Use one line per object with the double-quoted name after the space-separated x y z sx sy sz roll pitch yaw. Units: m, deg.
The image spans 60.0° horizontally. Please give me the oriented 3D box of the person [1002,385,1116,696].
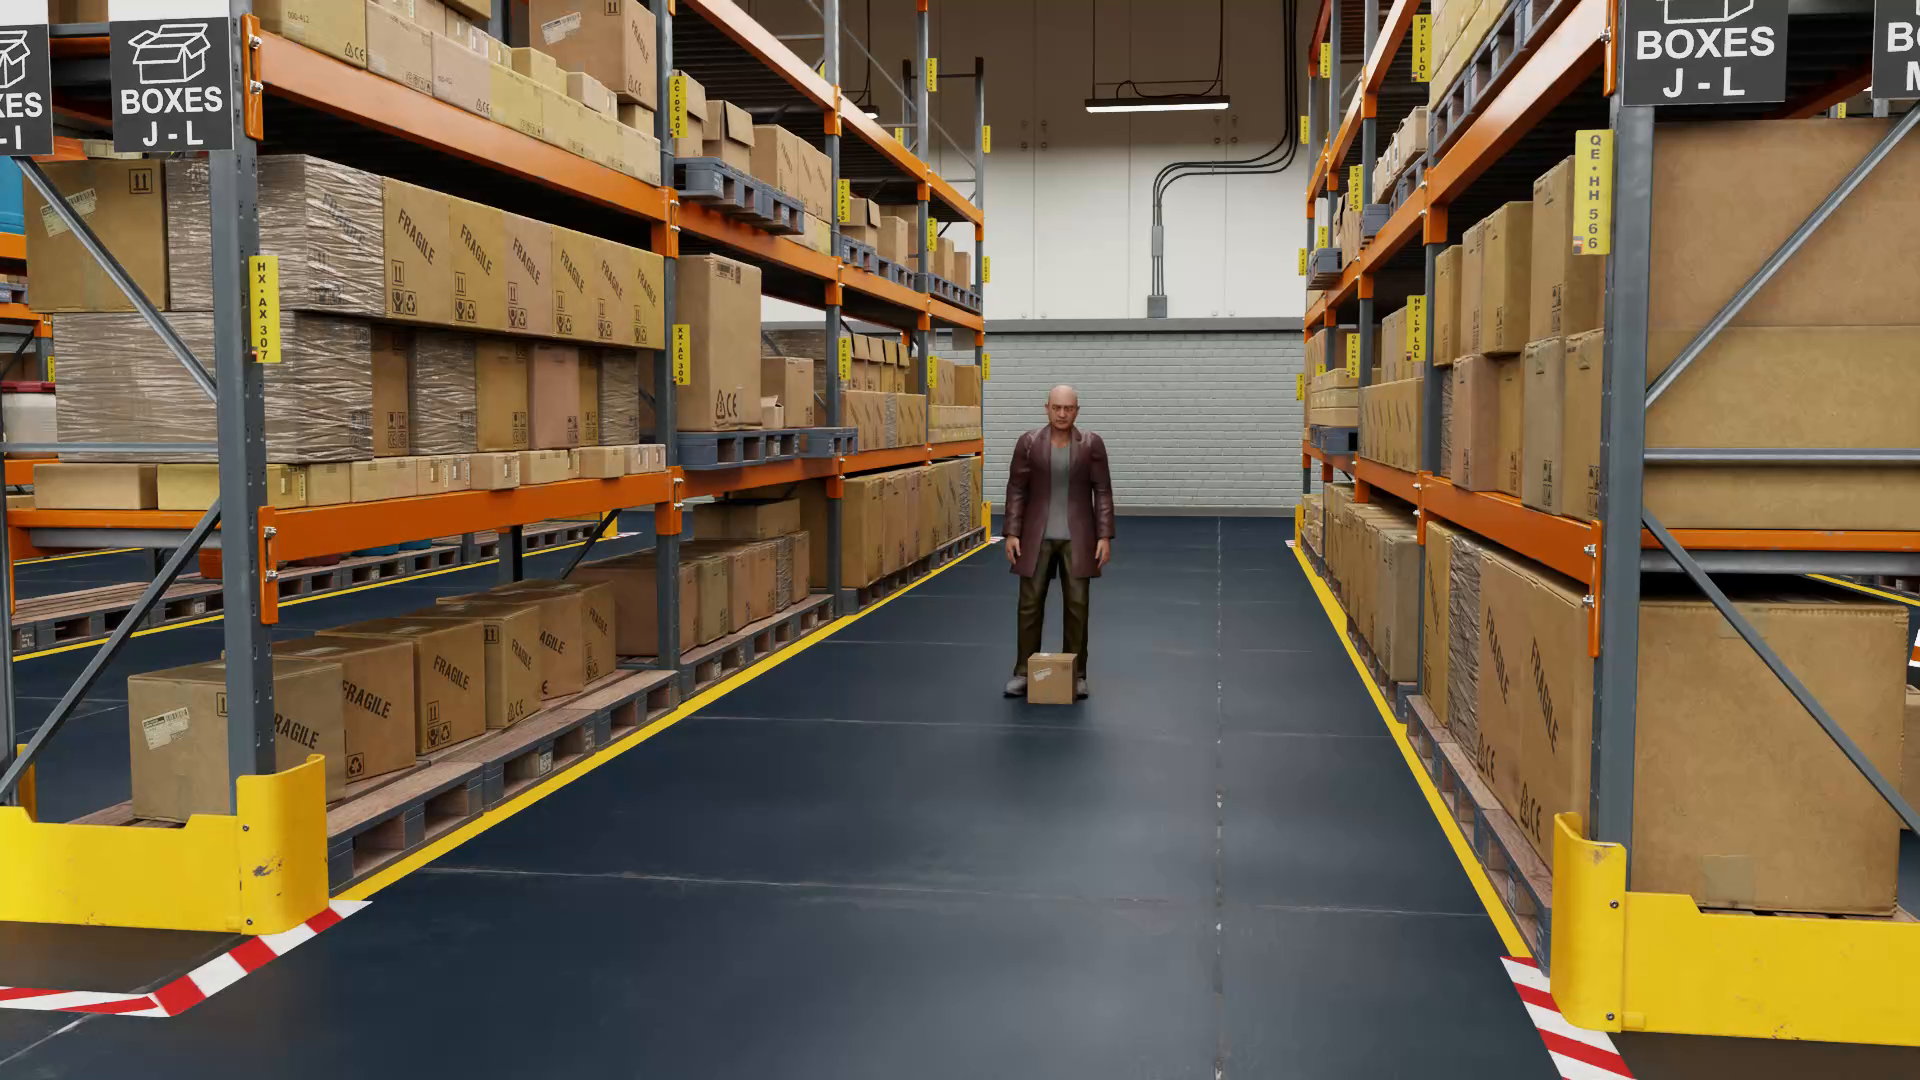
0.568 0.001 9.564 0.653 1.774 0.423 0 4 5 "person"
